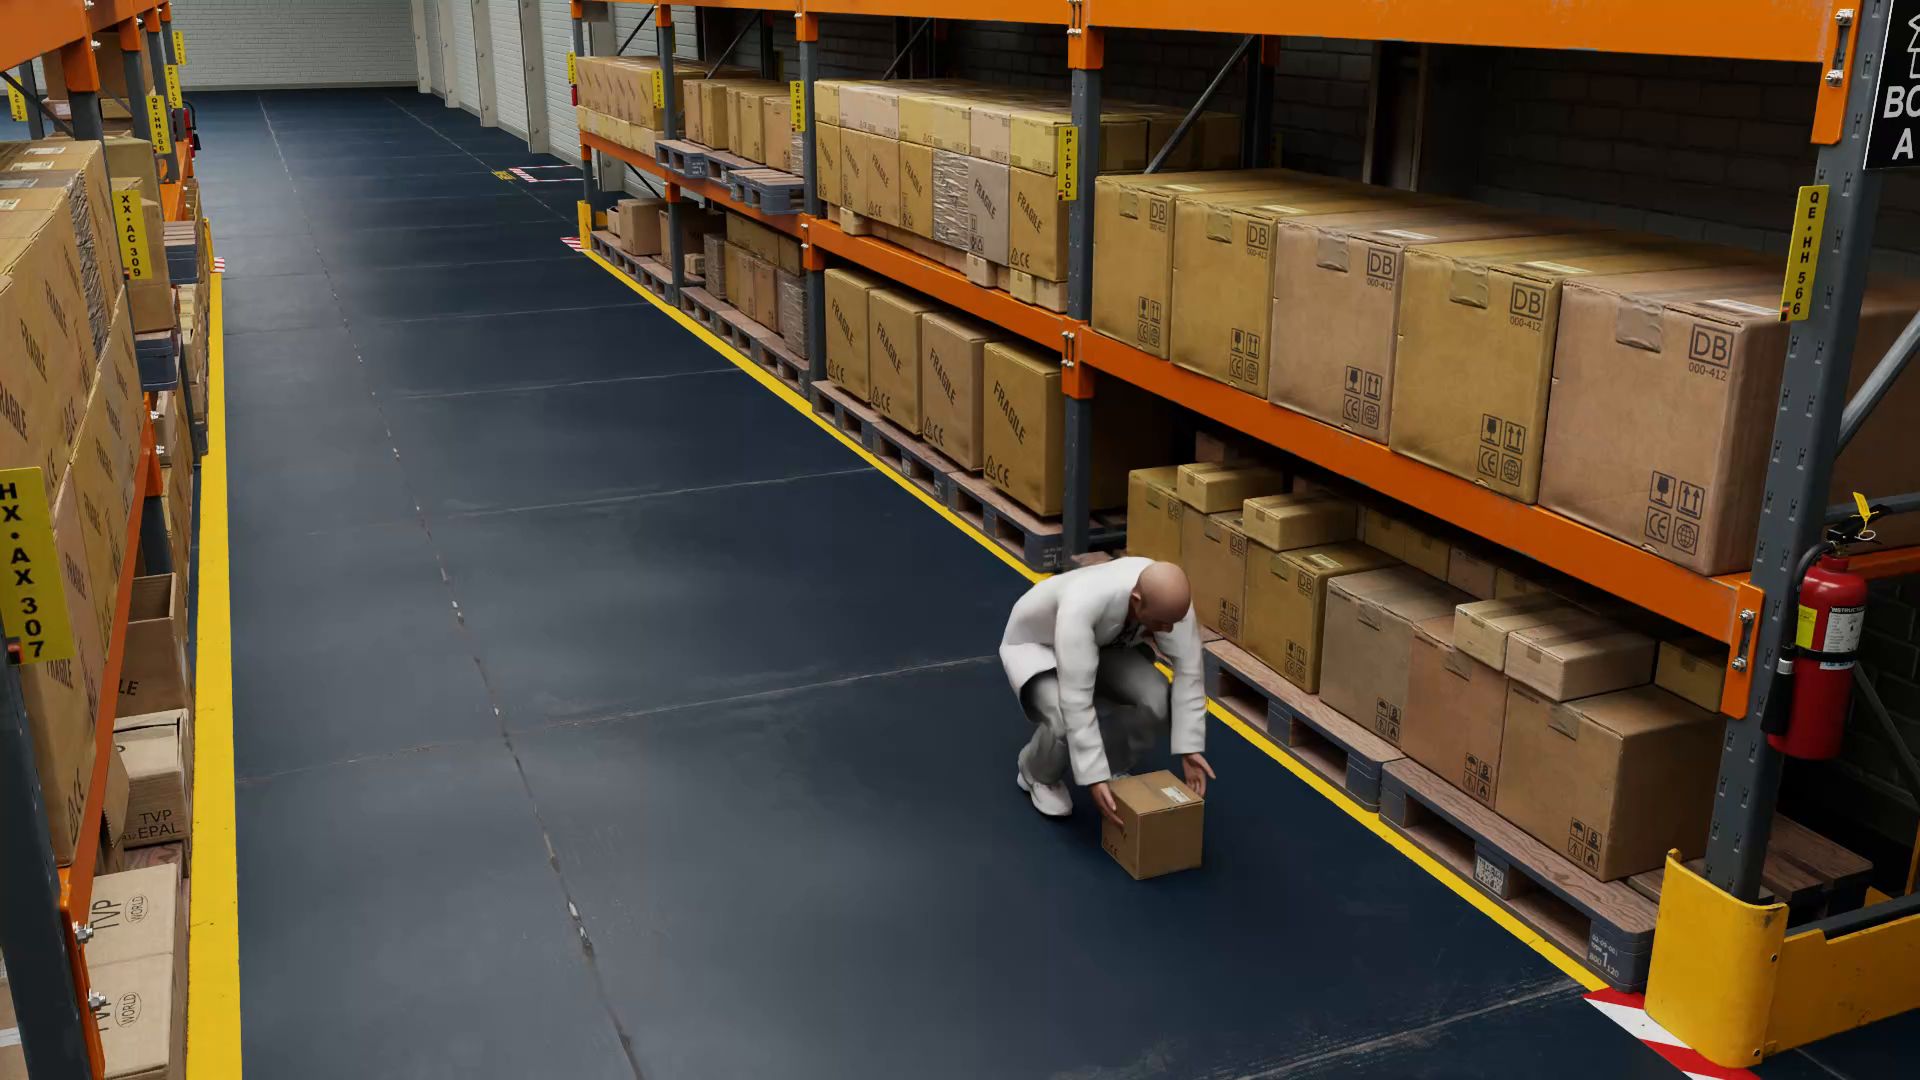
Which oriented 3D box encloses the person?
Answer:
[{"bbox_3d":[0.500,0.477,5.850,0.611,1.024,0.893,-8,20,-23],"label":"person"}]
